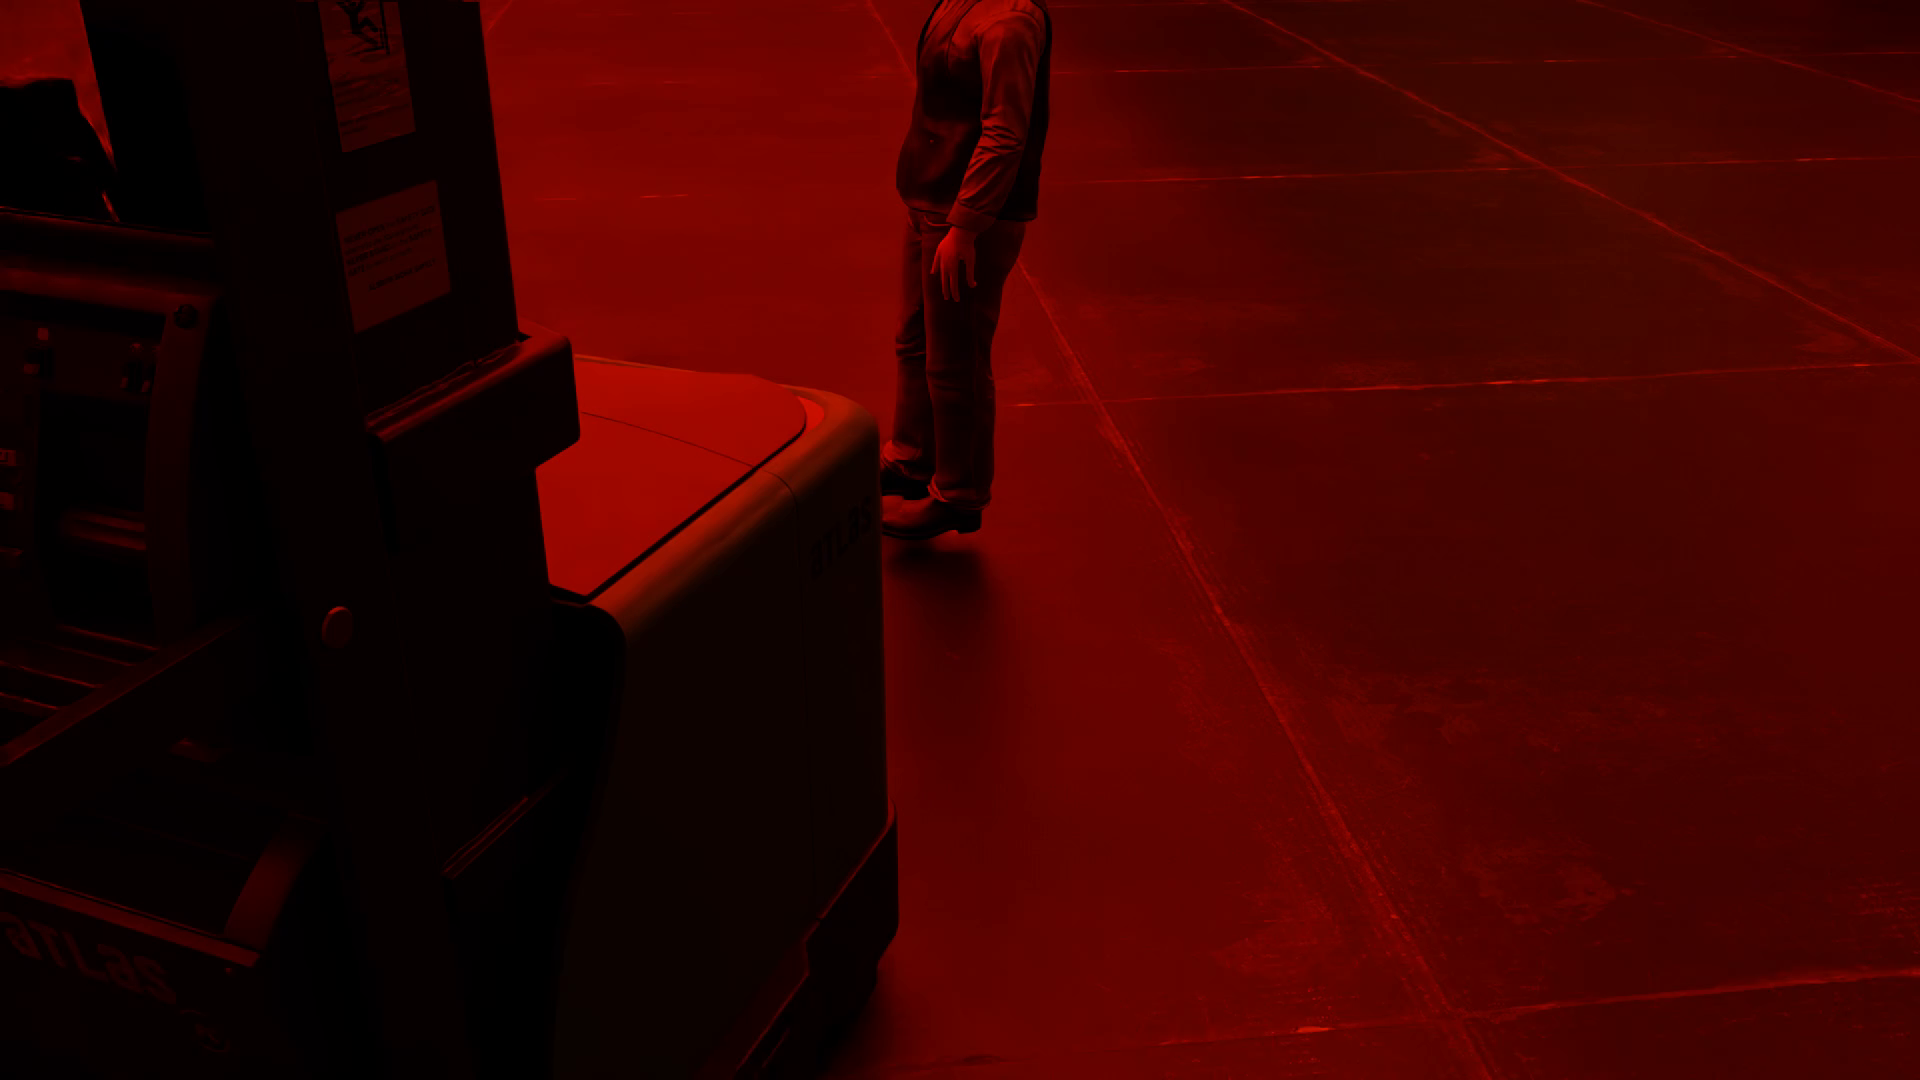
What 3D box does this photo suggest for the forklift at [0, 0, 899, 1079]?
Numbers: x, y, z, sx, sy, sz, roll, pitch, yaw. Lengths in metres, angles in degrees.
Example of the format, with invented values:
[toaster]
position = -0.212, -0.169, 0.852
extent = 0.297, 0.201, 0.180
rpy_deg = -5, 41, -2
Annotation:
[forklift]
position = -1.132, -0.065, 1.365
extent = 1.130, 2.935, 3.031
rpy_deg = 10, 27, 20

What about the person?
[person]
position = -0.062, -0.818, 4.212
extent = 0.568, 1.720, 0.631
rpy_deg = -3, 26, -7
